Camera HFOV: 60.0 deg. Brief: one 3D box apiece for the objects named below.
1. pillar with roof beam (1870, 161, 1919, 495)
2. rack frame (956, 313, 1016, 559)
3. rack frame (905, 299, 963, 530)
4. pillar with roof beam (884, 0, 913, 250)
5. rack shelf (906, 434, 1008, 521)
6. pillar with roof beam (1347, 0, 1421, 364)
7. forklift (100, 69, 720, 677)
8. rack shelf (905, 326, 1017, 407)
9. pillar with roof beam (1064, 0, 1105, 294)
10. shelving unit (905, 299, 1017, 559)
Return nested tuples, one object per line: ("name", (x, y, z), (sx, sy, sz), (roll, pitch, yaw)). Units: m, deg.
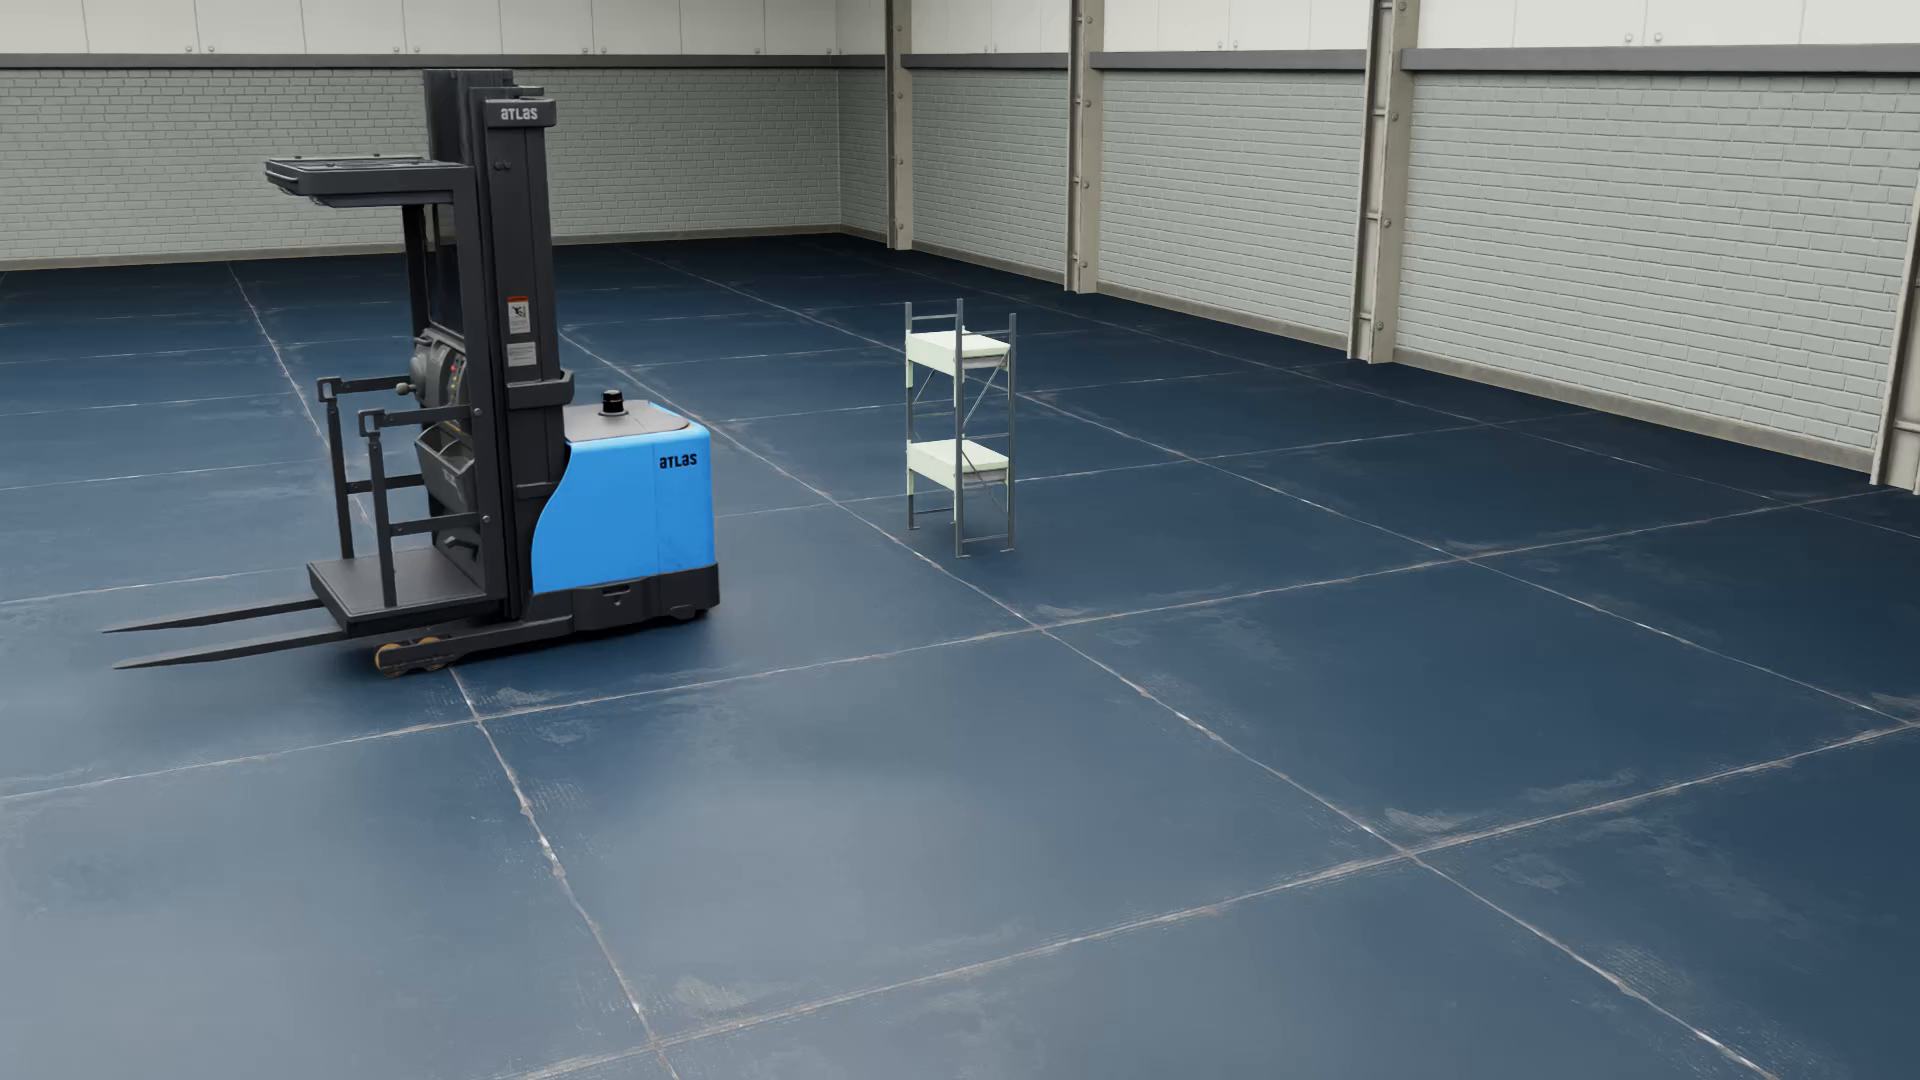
("pillar with roof beam", (3.024, -4.191, 9.041), (9.100, 9.000, 0.400), (-8, 18, -25))
("rack frame", (0.157, -0.632, 10.233), (0.400, 1.500, 0.023), (-8, 18, -25))
("rack frame", (-0.163, -0.813, 10.866), (0.400, 1.500, 0.023), (-8, 18, -25))
("pillar with roof beam", (-4.861, -8.654, 24.594), (9.100, 9.000, 0.400), (-8, 18, -25))
("rack shelf", (-0.003, -0.409, 10.639), (0.431, 0.370, 0.720), (-8, 18, -25))
("pillar with roof beam", (0.396, -5.679, 14.225), (9.100, 9.000, 0.400), (-8, 18, -25))
("forklift", (-2.868, -0.886, 8.523), (3.031, 2.935, 1.130), (-9, 19, -30))
("rack shelf", (-0.003, -1.098, 10.442), (0.431, 0.370, 0.720), (-8, 18, -25))
("pillar with roof beam", (-2.233, -7.166, 19.409), (9.100, 9.000, 0.400), (-8, 18, -25))
("shelving unit", (-0.003, -0.723, 10.550), (0.431, 1.500, 0.755), (-8, 18, -25))
